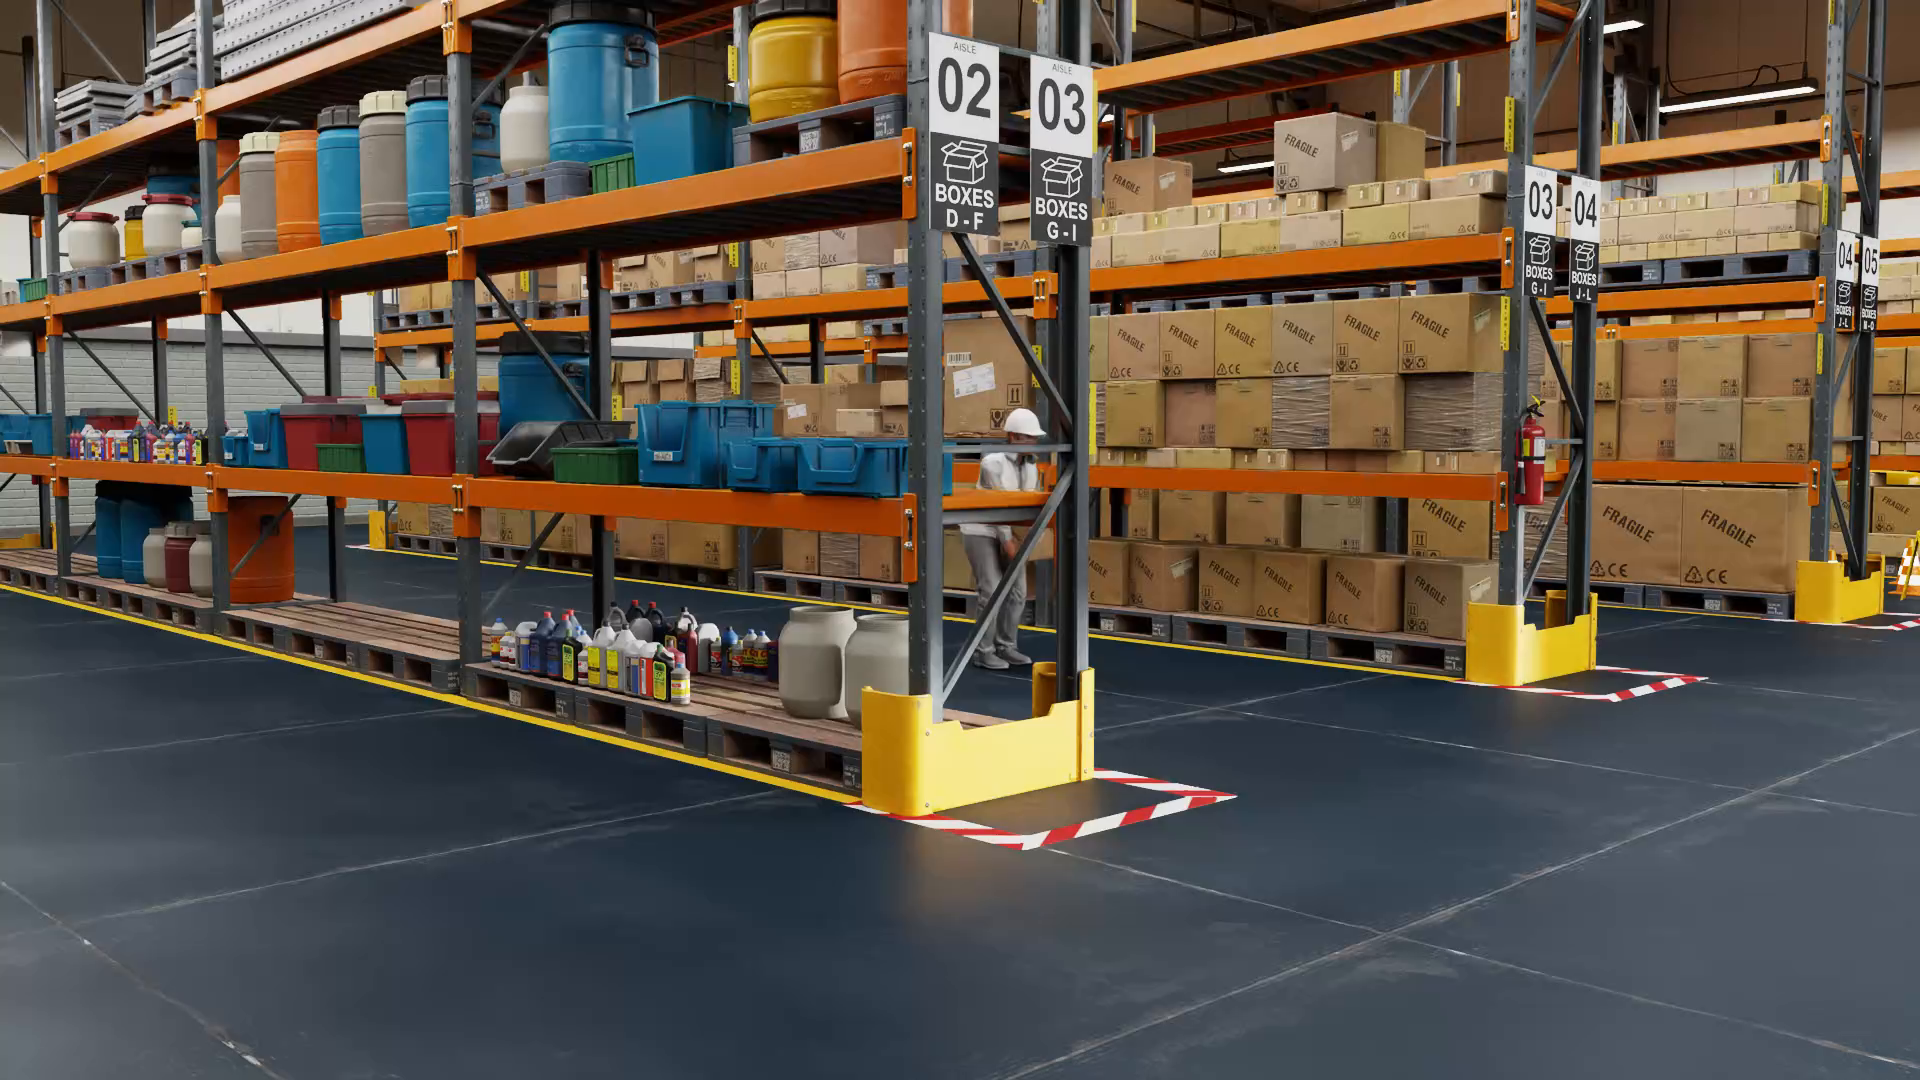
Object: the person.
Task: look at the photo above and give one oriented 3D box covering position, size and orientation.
[{"bbox_3d":[0.314,-0.008,11.106,0.479,1.723,0.605,-4,5,-45],"label":"person"}]
